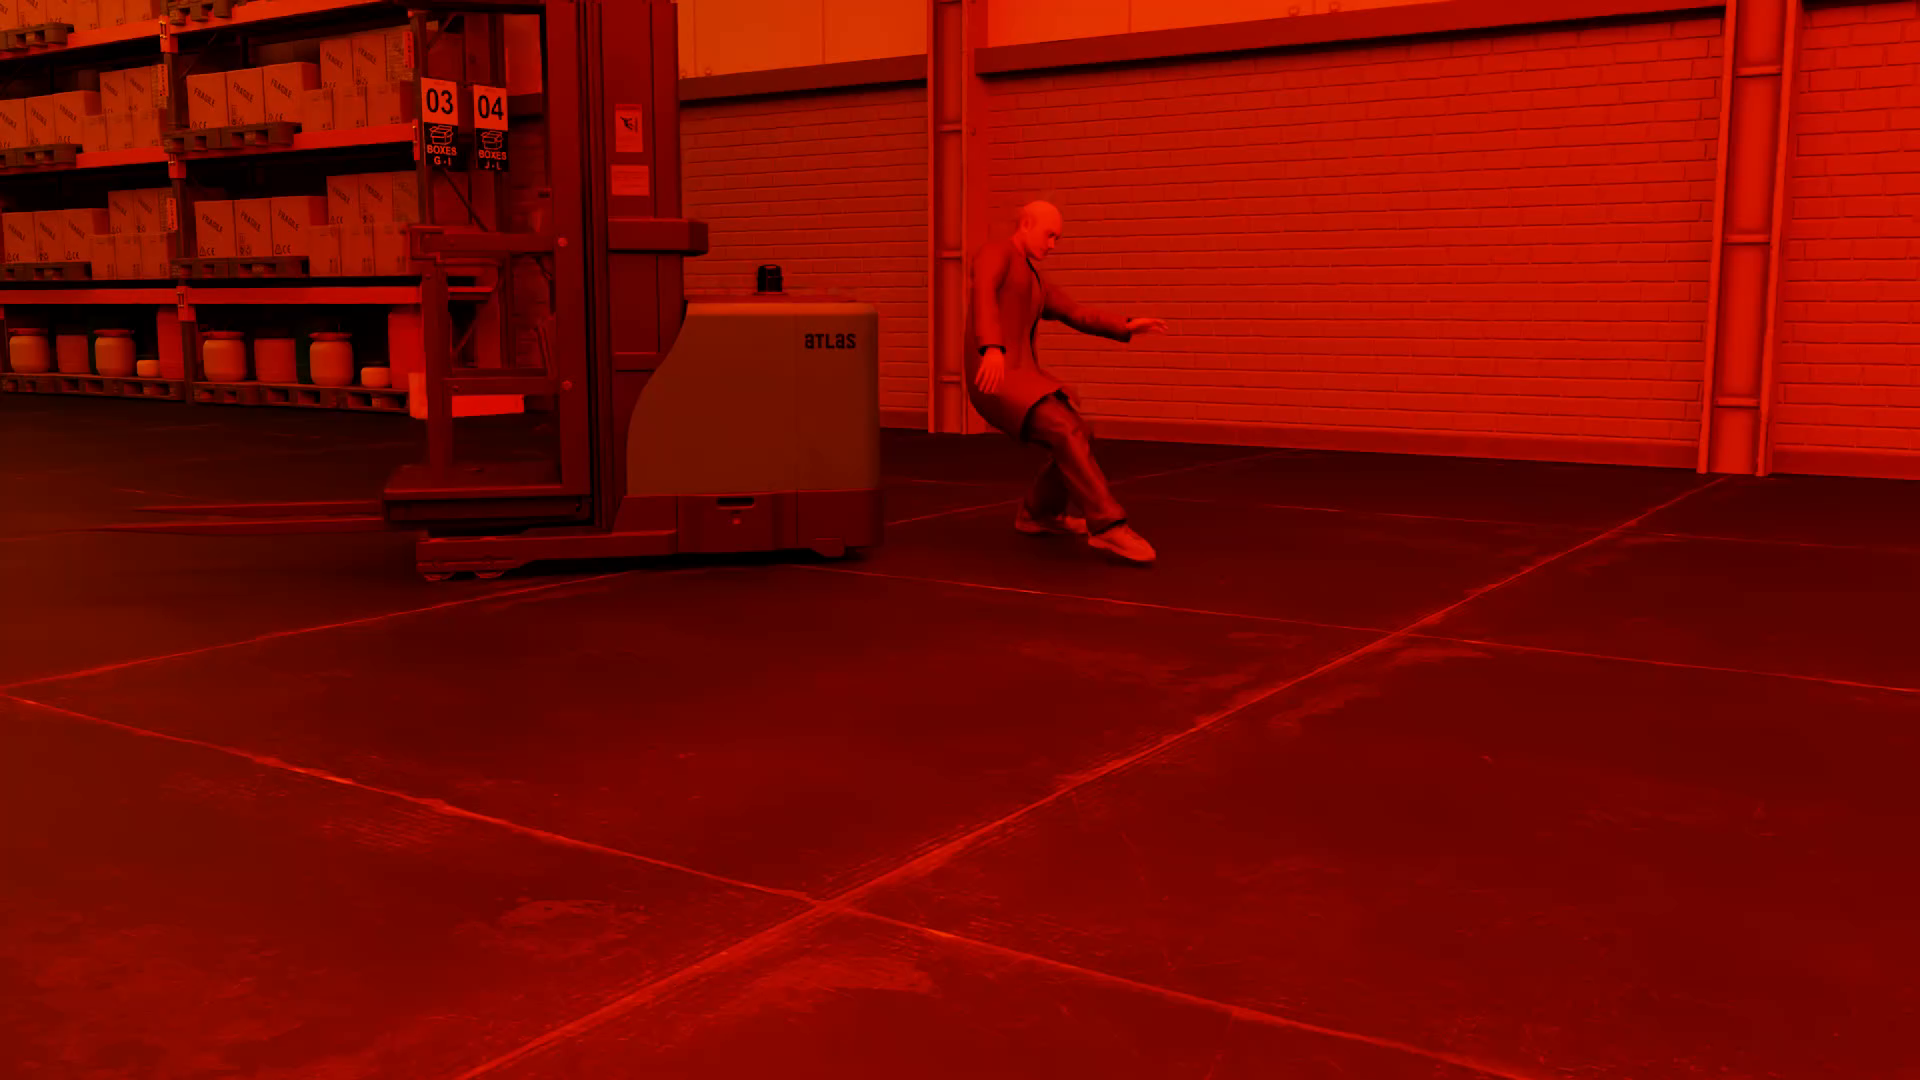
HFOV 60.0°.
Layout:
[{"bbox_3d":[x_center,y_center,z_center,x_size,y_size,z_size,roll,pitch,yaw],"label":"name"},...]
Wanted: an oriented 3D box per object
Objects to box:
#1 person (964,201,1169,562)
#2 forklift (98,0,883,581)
[{"bbox_3d":[0.524,-0.709,7.263,1.005,1.540,1.057,4,9,26],"label":"person"},{"bbox_3d":[-1.899,-1.373,6.850,3.031,2.935,1.130,-2,8,-15],"label":"forklift"}]
